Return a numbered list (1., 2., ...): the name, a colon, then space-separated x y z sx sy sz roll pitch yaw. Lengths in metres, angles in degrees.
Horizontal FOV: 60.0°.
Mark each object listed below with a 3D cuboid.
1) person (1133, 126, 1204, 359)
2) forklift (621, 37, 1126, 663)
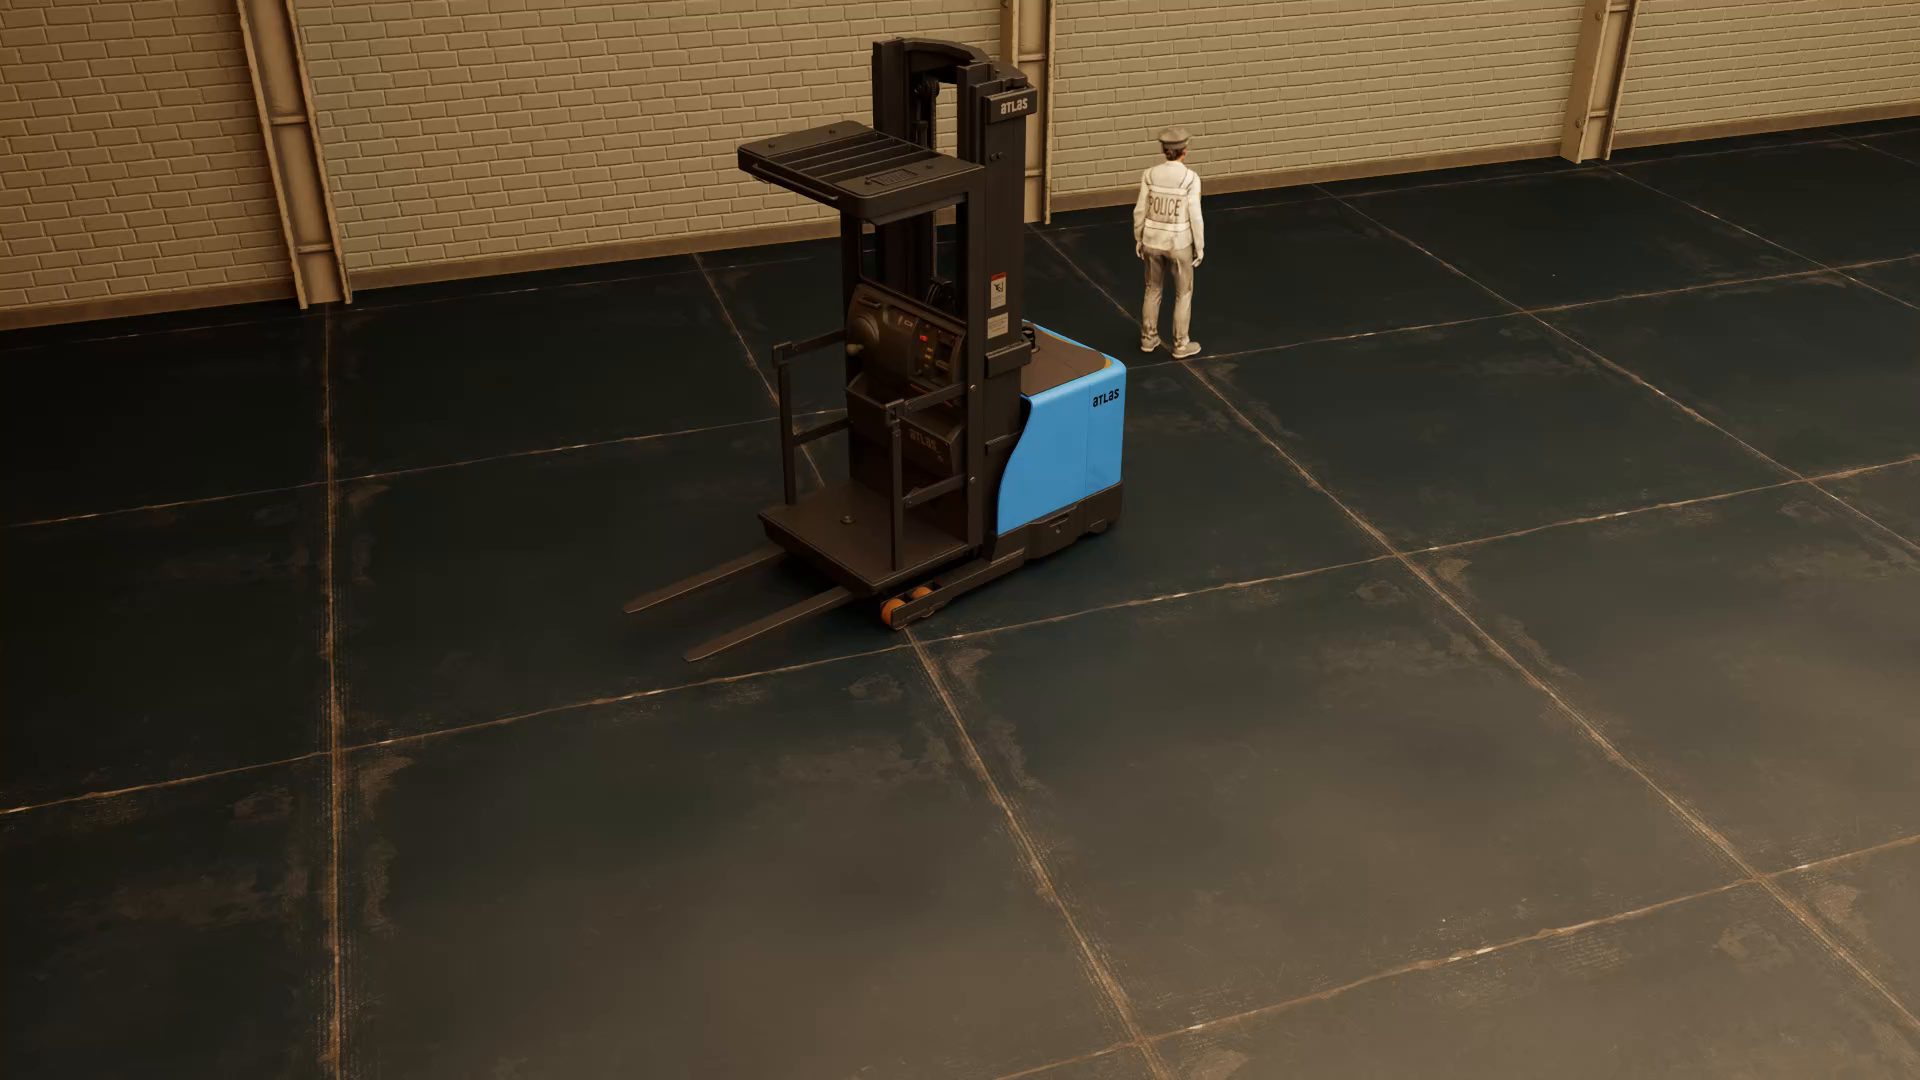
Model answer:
1. person: 1.517 -2.143 12.086 0.536 1.662 0.373 14 33 23
2. forklift: -0.461 -1.072 8.951 3.031 2.935 1.130 -23 37 -34
